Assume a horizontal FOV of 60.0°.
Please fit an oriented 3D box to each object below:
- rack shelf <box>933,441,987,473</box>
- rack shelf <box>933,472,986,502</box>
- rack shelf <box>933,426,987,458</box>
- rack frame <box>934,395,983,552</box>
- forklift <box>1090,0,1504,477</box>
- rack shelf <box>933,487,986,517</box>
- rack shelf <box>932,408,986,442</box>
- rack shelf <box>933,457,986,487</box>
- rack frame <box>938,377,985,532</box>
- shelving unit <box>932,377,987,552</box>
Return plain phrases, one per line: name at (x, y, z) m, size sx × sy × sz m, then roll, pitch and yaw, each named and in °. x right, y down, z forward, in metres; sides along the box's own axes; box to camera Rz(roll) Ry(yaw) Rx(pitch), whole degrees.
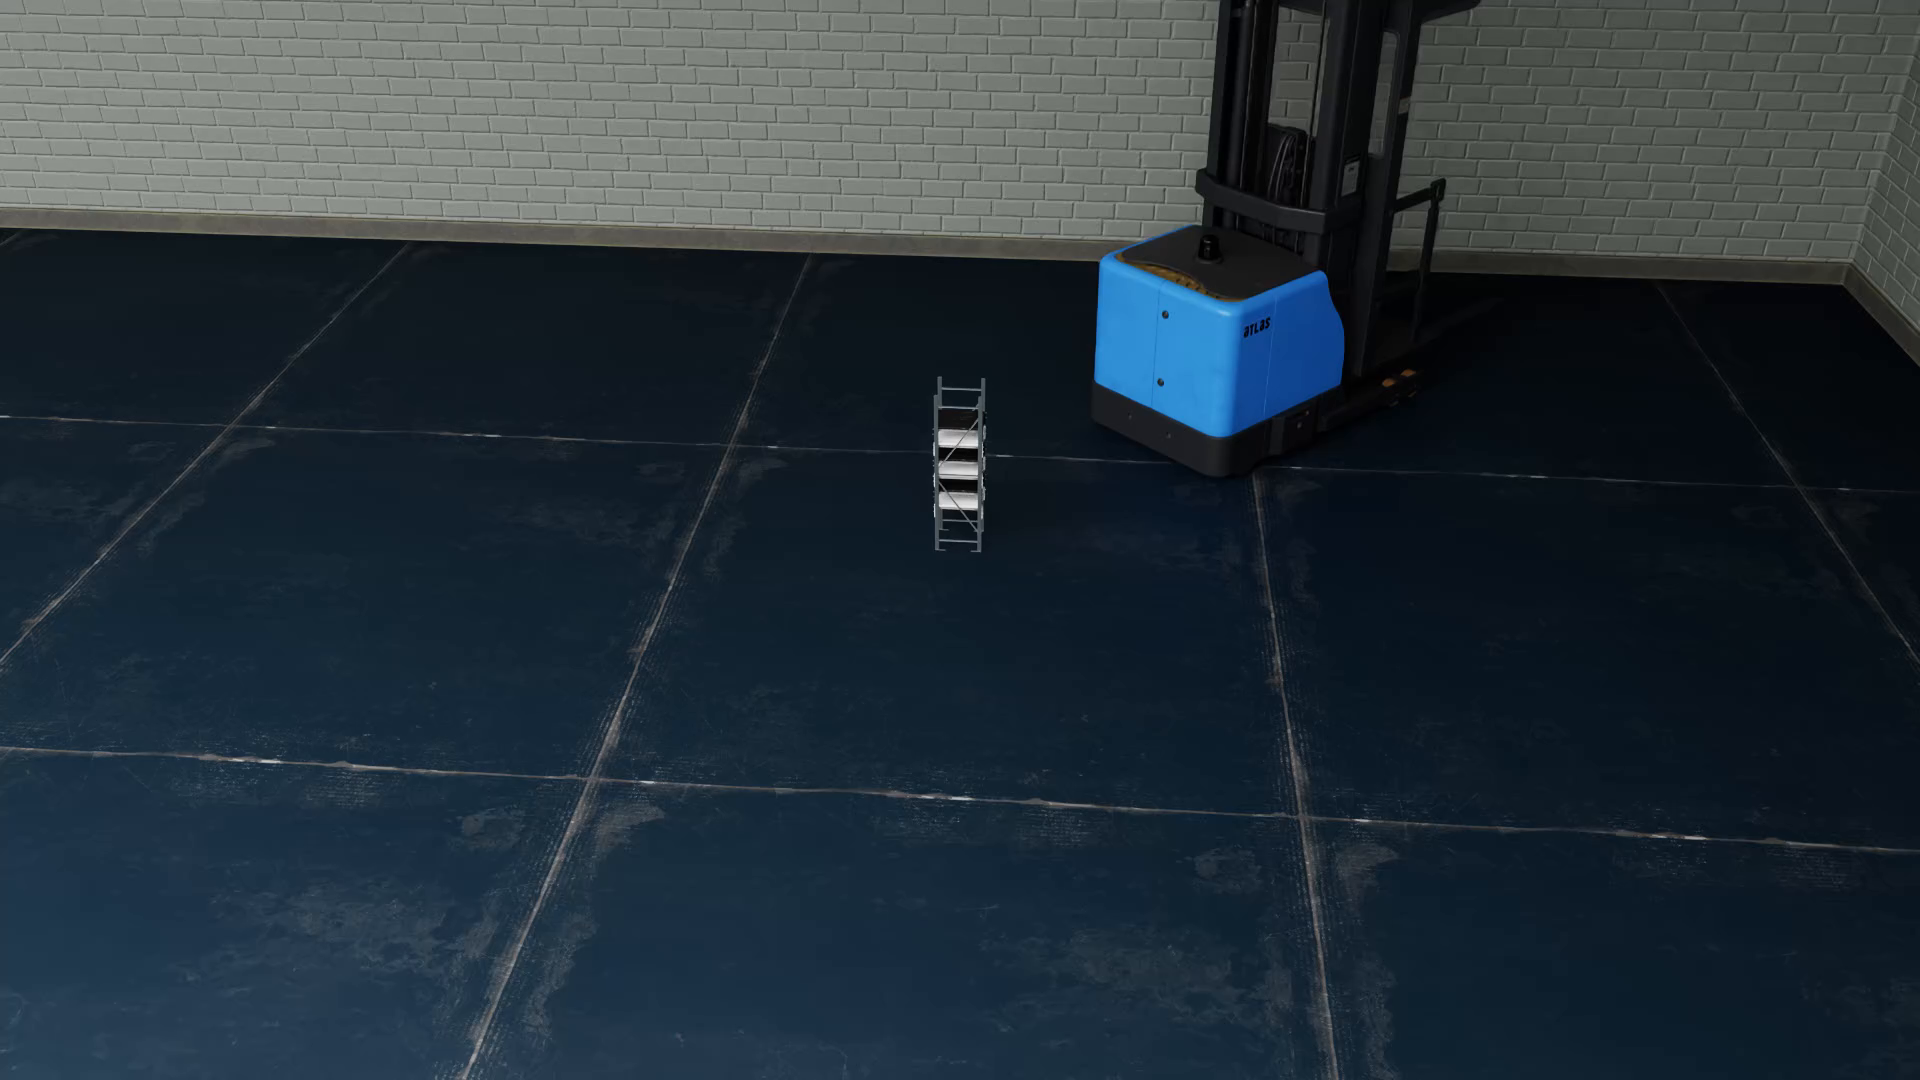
rack shelf at (-0.001, -0.427, 8.477) m, size 0.258 × 0.077 × 0.200 m, roll 2°, pitch 32°, yaw 4°
rack shelf at (-0.001, -0.274, 8.572) m, size 0.258 × 0.077 × 0.200 m, roll 2°, pitch 32°, yaw 4°
rack shelf at (-0.001, -0.504, 8.430) m, size 0.258 × 0.077 × 0.200 m, roll 2°, pitch 32°, yaw 4°
rack frame at (-0.009, -0.326, 8.421) m, size 0.240 × 0.900 × 0.006 m, roll 2°, pitch 32°, yaw 4°
forklift at (2.204, -2.241, 9.593) m, size 3.031 × 2.935 × 1.130 m, roll -25°, pitch 39°, yaw -34°
rack shelf at (-0.001, -0.197, 8.619) m, size 0.258 × 0.077 × 0.200 m, roll 2°, pitch 32°, yaw 4°
rack shelf at (-0.001, -0.580, 8.383) m, size 0.258 × 0.077 × 0.200 m, roll 2°, pitch 32°, yaw 4°
rack shelf at (-0.001, -0.350, 8.525) m, size 0.258 × 0.077 × 0.200 m, roll 2°, pitch 32°, yaw 4°
rack frame at (0.008, -0.432, 8.593) m, size 0.240 × 0.900 × 0.006 m, roll 2°, pitch 32°, yaw 4°
shelving unit at (-0.001, -0.379, 8.507) m, size 0.258 × 0.900 × 0.210 m, roll 2°, pitch 32°, yaw 4°
